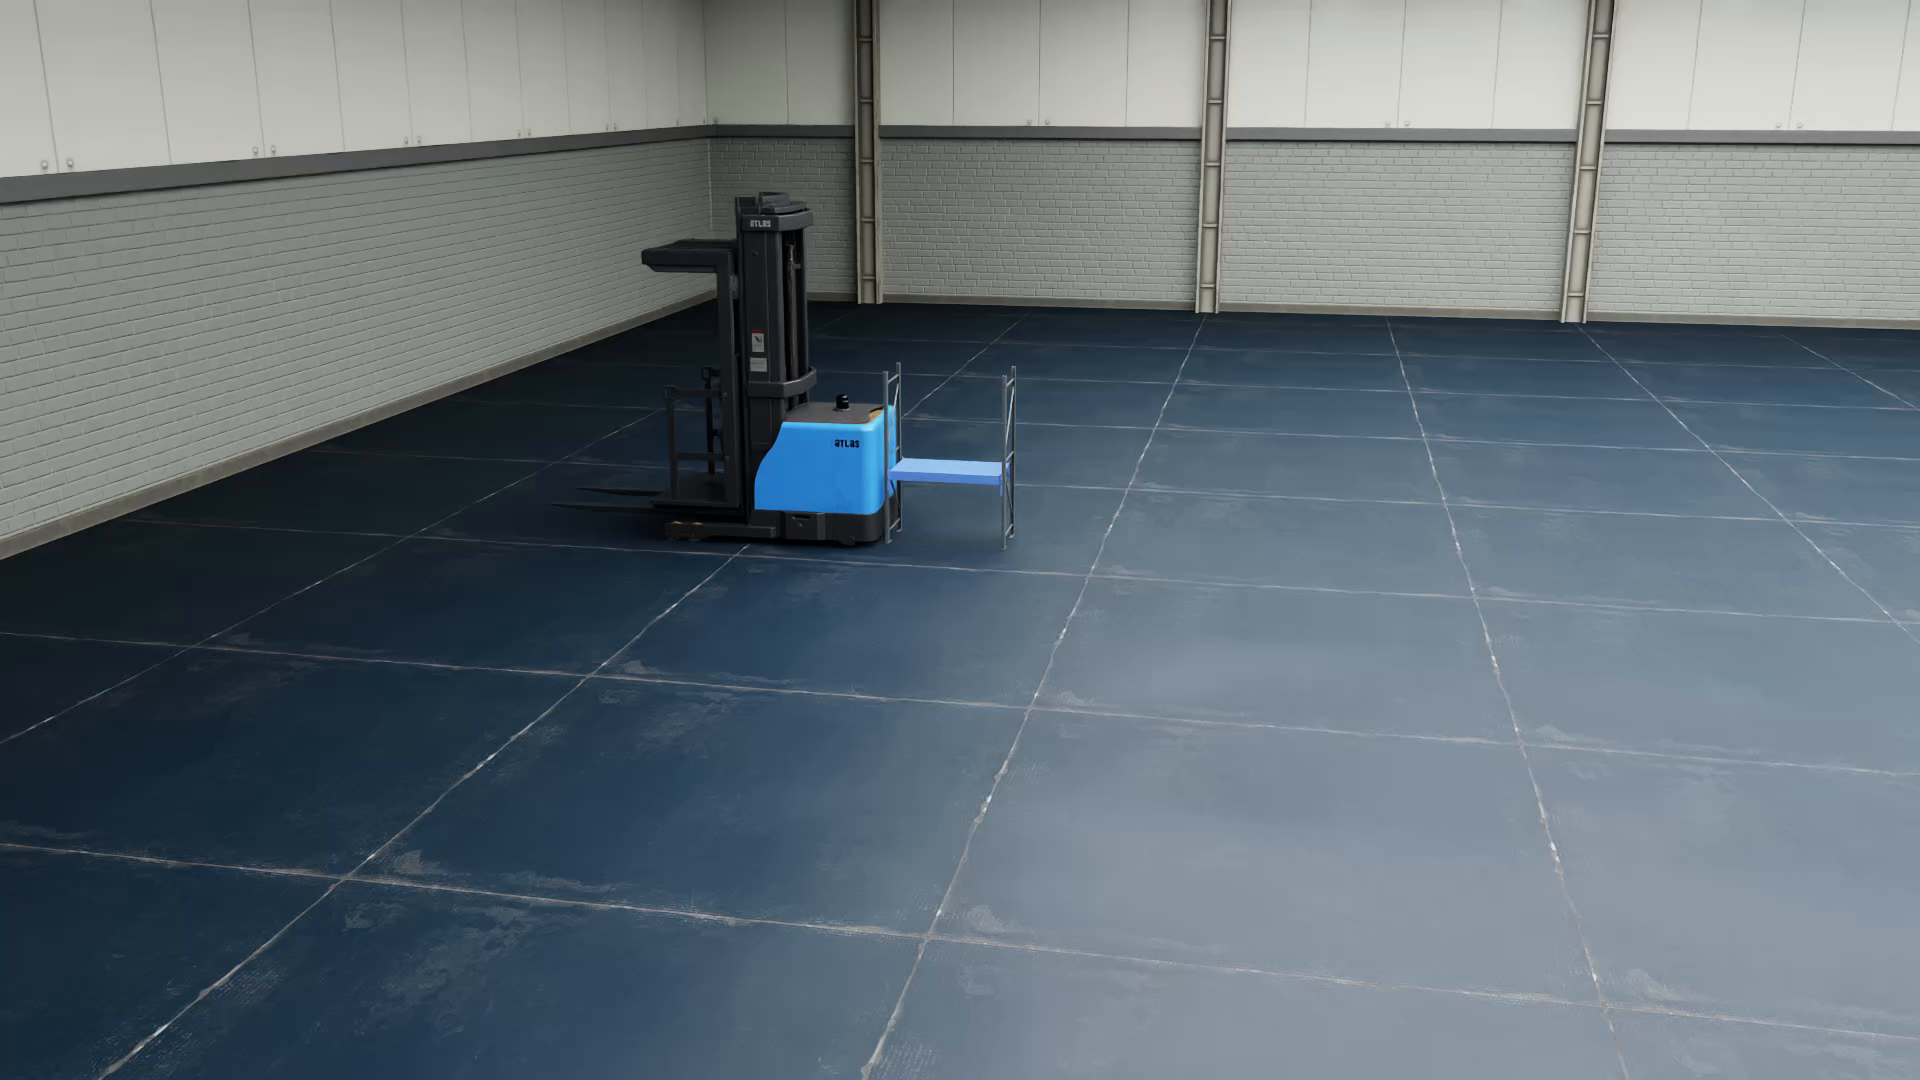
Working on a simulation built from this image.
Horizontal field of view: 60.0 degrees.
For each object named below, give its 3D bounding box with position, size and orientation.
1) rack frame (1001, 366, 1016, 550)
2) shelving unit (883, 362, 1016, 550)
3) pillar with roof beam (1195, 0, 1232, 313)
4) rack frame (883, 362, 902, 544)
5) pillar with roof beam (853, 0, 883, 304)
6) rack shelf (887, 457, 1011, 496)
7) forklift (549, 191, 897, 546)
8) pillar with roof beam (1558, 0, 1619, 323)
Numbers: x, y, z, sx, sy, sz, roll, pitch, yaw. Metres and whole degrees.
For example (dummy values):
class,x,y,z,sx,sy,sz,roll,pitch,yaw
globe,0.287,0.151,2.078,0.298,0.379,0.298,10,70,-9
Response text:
class,x,y,z,sx,sy,sz,roll,pitch,yaw
rack frame,0.415,-0.700,14.211,0.032,1.500,0.500,3,16,11
shelving unit,-0.084,-0.727,14.308,1.048,1.500,0.538,3,16,11
pillar with roof beam,3.412,-7.153,23.459,0.400,9.000,9.100,3,16,11
rack frame,-0.582,-0.754,14.406,0.032,1.500,0.500,3,16,11
pillar with roof beam,-2.468,-7.472,24.611,0.400,9.000,9.100,3,16,11
rack shelf,-0.084,-0.554,14.356,1.000,0.185,0.538,3,16,11
forklift,-2.116,-1.533,14.537,3.031,2.935,1.130,3,16,10
pillar with roof beam,9.292,-6.834,22.307,0.400,9.000,9.100,3,16,11
